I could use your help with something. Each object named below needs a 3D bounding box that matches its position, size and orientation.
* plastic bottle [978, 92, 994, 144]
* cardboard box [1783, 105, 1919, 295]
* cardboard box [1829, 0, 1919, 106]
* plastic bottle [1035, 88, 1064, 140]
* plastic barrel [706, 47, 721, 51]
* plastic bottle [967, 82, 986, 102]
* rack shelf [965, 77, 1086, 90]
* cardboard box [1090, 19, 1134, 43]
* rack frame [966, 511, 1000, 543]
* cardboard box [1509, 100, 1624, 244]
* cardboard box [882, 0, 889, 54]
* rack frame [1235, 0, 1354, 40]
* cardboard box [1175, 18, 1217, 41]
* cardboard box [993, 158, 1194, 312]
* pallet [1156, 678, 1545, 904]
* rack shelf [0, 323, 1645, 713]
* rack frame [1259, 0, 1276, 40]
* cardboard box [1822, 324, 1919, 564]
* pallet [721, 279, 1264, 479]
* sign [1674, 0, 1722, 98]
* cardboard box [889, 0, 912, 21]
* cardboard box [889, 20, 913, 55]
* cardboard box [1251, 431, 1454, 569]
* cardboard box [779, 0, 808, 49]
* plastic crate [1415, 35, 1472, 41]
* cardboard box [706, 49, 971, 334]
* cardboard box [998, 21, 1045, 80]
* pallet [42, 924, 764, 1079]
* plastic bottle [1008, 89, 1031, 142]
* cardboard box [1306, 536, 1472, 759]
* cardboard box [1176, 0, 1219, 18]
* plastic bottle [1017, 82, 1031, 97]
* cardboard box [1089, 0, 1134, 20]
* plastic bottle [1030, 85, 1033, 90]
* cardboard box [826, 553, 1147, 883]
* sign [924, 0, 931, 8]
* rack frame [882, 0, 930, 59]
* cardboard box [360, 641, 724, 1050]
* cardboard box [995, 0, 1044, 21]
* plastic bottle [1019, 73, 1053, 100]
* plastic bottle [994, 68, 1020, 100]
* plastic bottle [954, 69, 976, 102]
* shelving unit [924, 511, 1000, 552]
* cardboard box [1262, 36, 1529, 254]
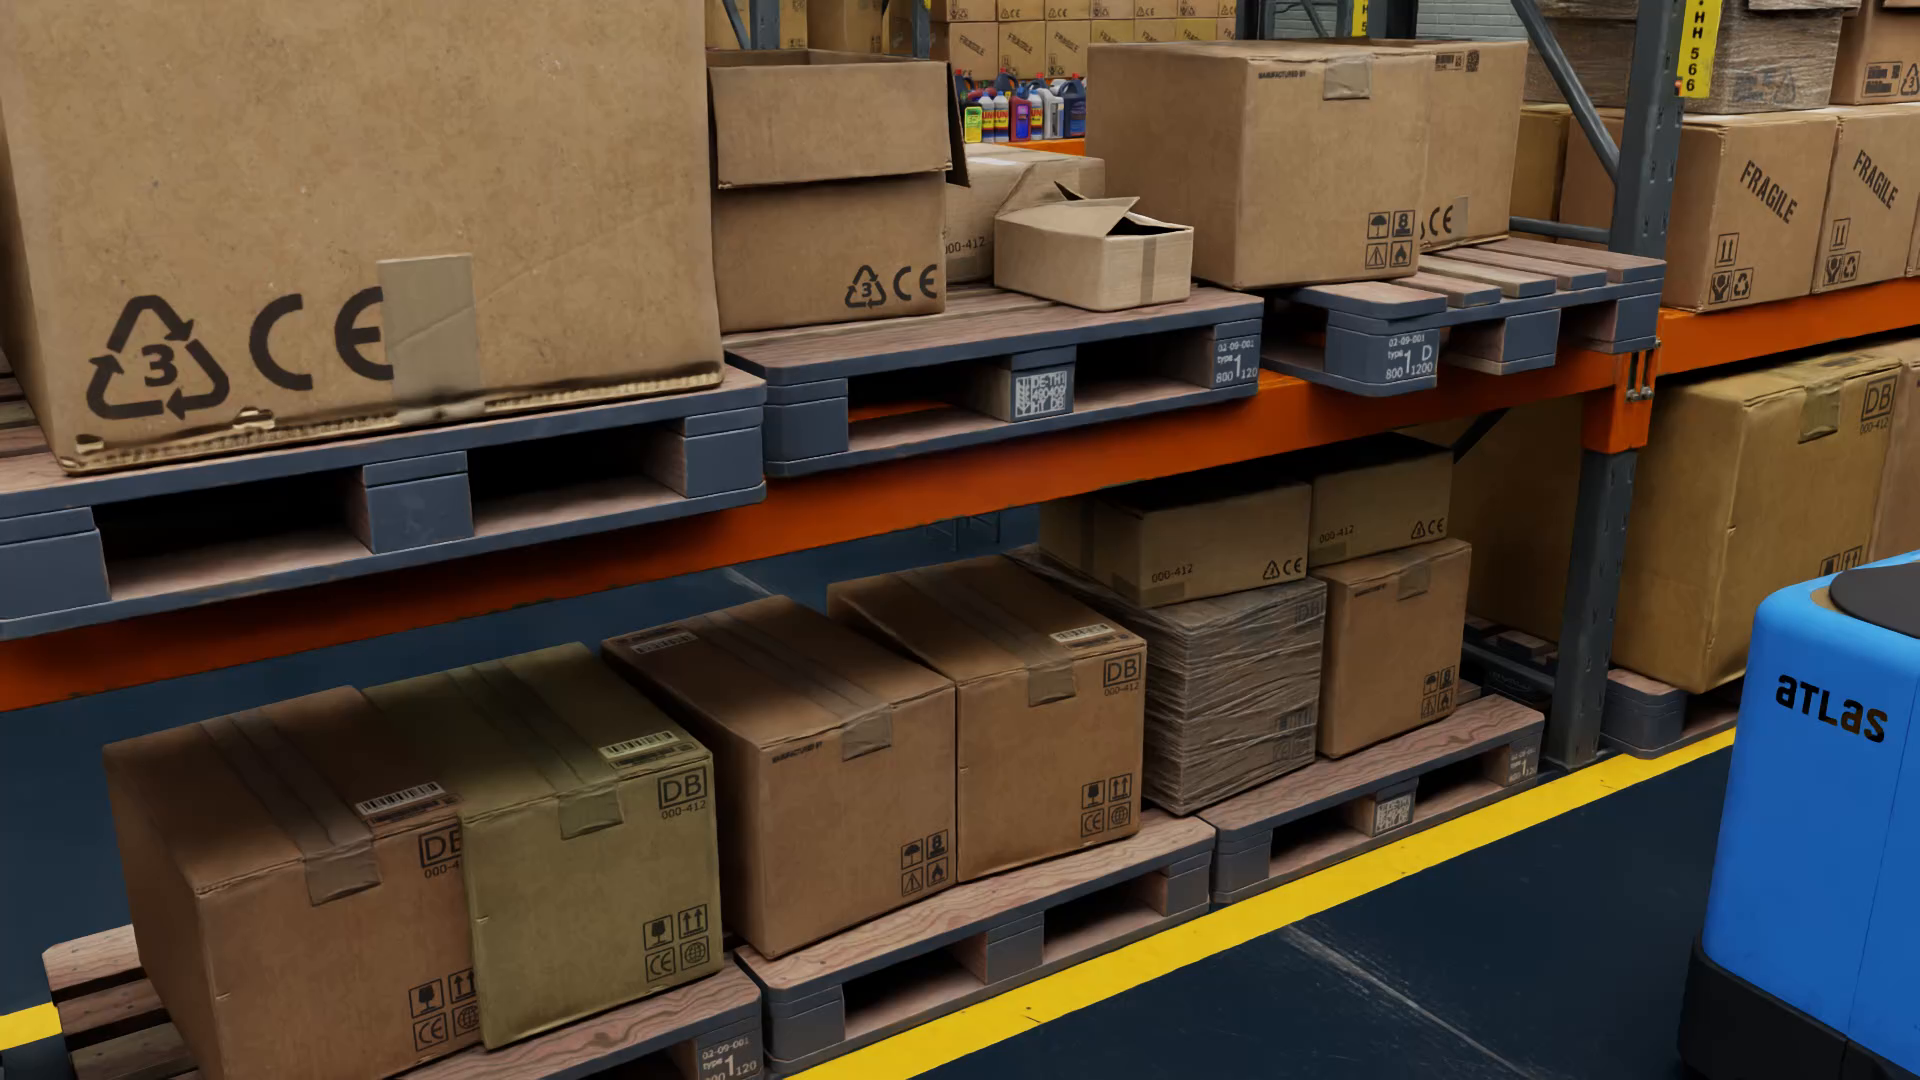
[{"bbox_3d":[0.139,-2.308,9.090,0.097,0.271,0.097,0,19,0],"label":"plastic bottle"},{"bbox_3d":[2.507,-1.048,5.004,0.500,0.500,0.500,-13,22,-33],"label":"cardboard box"},{"bbox_3d":[2.687,-1.657,5.240,0.637,0.503,0.797,-11,22,-30],"label":"cardboard box"},{"bbox_3d":[0.495,-2.396,9.342,0.135,0.276,0.152,-12,22,-31],"label":"plastic bottle"},{"bbox_3d":[-1.423,-2.122,8.127,0.708,0.536,0.600,-12,22,-31],"label":"plastic barrel"},{"bbox_3d":[0.089,-2.546,9.775,0.133,0.283,0.061,-12,22,-31],"label":"plastic bottle"},{"bbox_3d":[1.088,-4.262,15.793,4.000,0.370,1.077,-12,22,-31],"label":"rack shelf"},{"bbox_3d":[1.262,-4.584,15.464,0.500,0.500,0.500,-12,22,-32],"label":"cardboard box"},{"bbox_3d":[0.092,-0.446,6.658,0.006,0.900,0.240,-12,22,-31],"label":"rack frame"},{"bbox_3d":[1.798,-1.097,5.149,0.500,0.500,0.500,-11,22,-30],"label":"cardboard box"},{"bbox_3d":[-0.991,-6.198,19.927,0.700,0.700,0.980,-12,22,-32],"label":"cardboard box"},{"bbox_3d":[2.139,-2.925,10.714,0.127,3.000,1.000,-12,22,-31],"label":"rack frame"},{"bbox_3d":[2.102,-4.759,15.982,0.500,0.500,0.500,-12,22,-31],"label":"cardboard box"},{"bbox_3d":[0.278,-0.665,3.583,0.258,0.266,0.396,-13,22,-33],"label":"cardboard box"},{"bbox_3d":[0.868,0.562,4.752,1.213,0.211,1.003,-12,22,-31],"label":"pallet"},{"bbox_3d":[-0.148,-0.203,3.785,4.000,0.370,1.077,-12,22,-31],"label":"rack shelf"},{"bbox_3d":[2.758,-4.956,16.719,0.127,3.000,1.000,-12,22,-31],"label":"rack frame"},{"bbox_3d":[2.858,-0.359,5.786,0.875,0.875,1.225,-12,22,-31],"label":"cardboard box"},{"bbox_3d":[-0.109,-0.446,3.679,1.213,0.211,1.003,-12,22,-31],"label":"pallet"},{"bbox_3d":[1.828,-1.264,4.114,0.005,0.325,0.100,-12,22,-31],"label":"sign"},{"bbox_3d":[-0.303,-4.930,14.927,0.500,0.500,0.500,-12,22,-31],"label":"cardboard box"},{"bbox_3d":[-0.306,-4.455,15.083,0.500,0.500,0.500,-11,22,-31],"label":"cardboard box"},{"bbox_3d":[0.979,-0.149,4.549,0.500,0.250,0.500,-11,22,-29],"label":"cardboard box"},{"bbox_3d":[-1.641,-4.336,14.074,0.500,0.500,0.700,-8,20,-23],"label":"cardboard box"},{"bbox_3d":[3.022,-3.074,10.961,0.583,0.464,0.402,-12,22,-31],"label":"plastic crate"},{"bbox_3d":[-0.422,-0.769,3.520,0.637,0.503,0.797,-9,21,-26],"label":"cardboard box"},{"bbox_3d":[0.419,-4.406,14.939,0.500,0.500,0.500,-11,22,-30],"label":"cardboard box"},{"bbox_3d":[-1.169,0.992,3.481,1.213,0.211,1.003,-12,22,-31],"label":"pallet"},{"bbox_3d":[0.327,-2.347,9.185,0.133,0.283,0.061,-12,22,-31],"label":"plastic bottle"},{"bbox_3d":[0.973,0.203,4.677,0.500,0.500,0.700,-13,23,-34],"label":"cardboard box"},{"bbox_3d":[2.116,-5.235,15.830,0.500,0.500,0.500,-11,22,-30],"label":"cardboard box"},{"bbox_3d":[0.380,-2.595,9.938,0.097,0.271,0.097,0,19,0],"label":"plastic bottle"},{"bbox_3d":[1.257,-5.052,15.288,0.500,0.500,0.500,-11,22,-30],"label":"cardboard box"},{"bbox_3d":[0.464,-2.668,10.153,0.097,0.271,0.097,0,19,0],"label":"plastic bottle"},{"bbox_3d":[0.047,0.406,4.077,0.500,0.500,0.700,-10,21,-27],"label":"cardboard box"},{"bbox_3d":[-0.274,-4.652,14.013,0.005,0.325,0.100,-12,22,-31],"label":"sign"},{"bbox_3d":[-0.583,-4.251,14.635,0.127,3.000,1.000,-12,22,-31],"label":"rack frame"},{"bbox_3d":[-0.885,0.603,3.494,0.500,0.500,0.700,-12,22,-32],"label":"cardboard box"},{"bbox_3d":[0.396,-4.871,14.751,0.500,0.500,0.500,-13,22,-33],"label":"cardboard box"},{"bbox_3d":[0.435,-2.476,9.461,0.185,0.351,0.144,-12,22,-31],"label":"plastic bottle"},{"bbox_3d":[0.277,-2.657,9.998,0.185,0.351,0.144,-12,22,-31],"label":"plastic bottle"},{"bbox_3d":[0.011,-2.601,9.832,0.185,0.351,0.144,-12,22,-31],"label":"plastic bottle"},{"bbox_3d":[0.007,-0.428,6.605,0.210,0.900,0.258,-12,22,-31],"label":"shelving unit"},{"bbox_3d":[1.093,-1.037,4.315,0.500,0.500,0.500,-15,24,-38],"label":"cardboard box"}]
